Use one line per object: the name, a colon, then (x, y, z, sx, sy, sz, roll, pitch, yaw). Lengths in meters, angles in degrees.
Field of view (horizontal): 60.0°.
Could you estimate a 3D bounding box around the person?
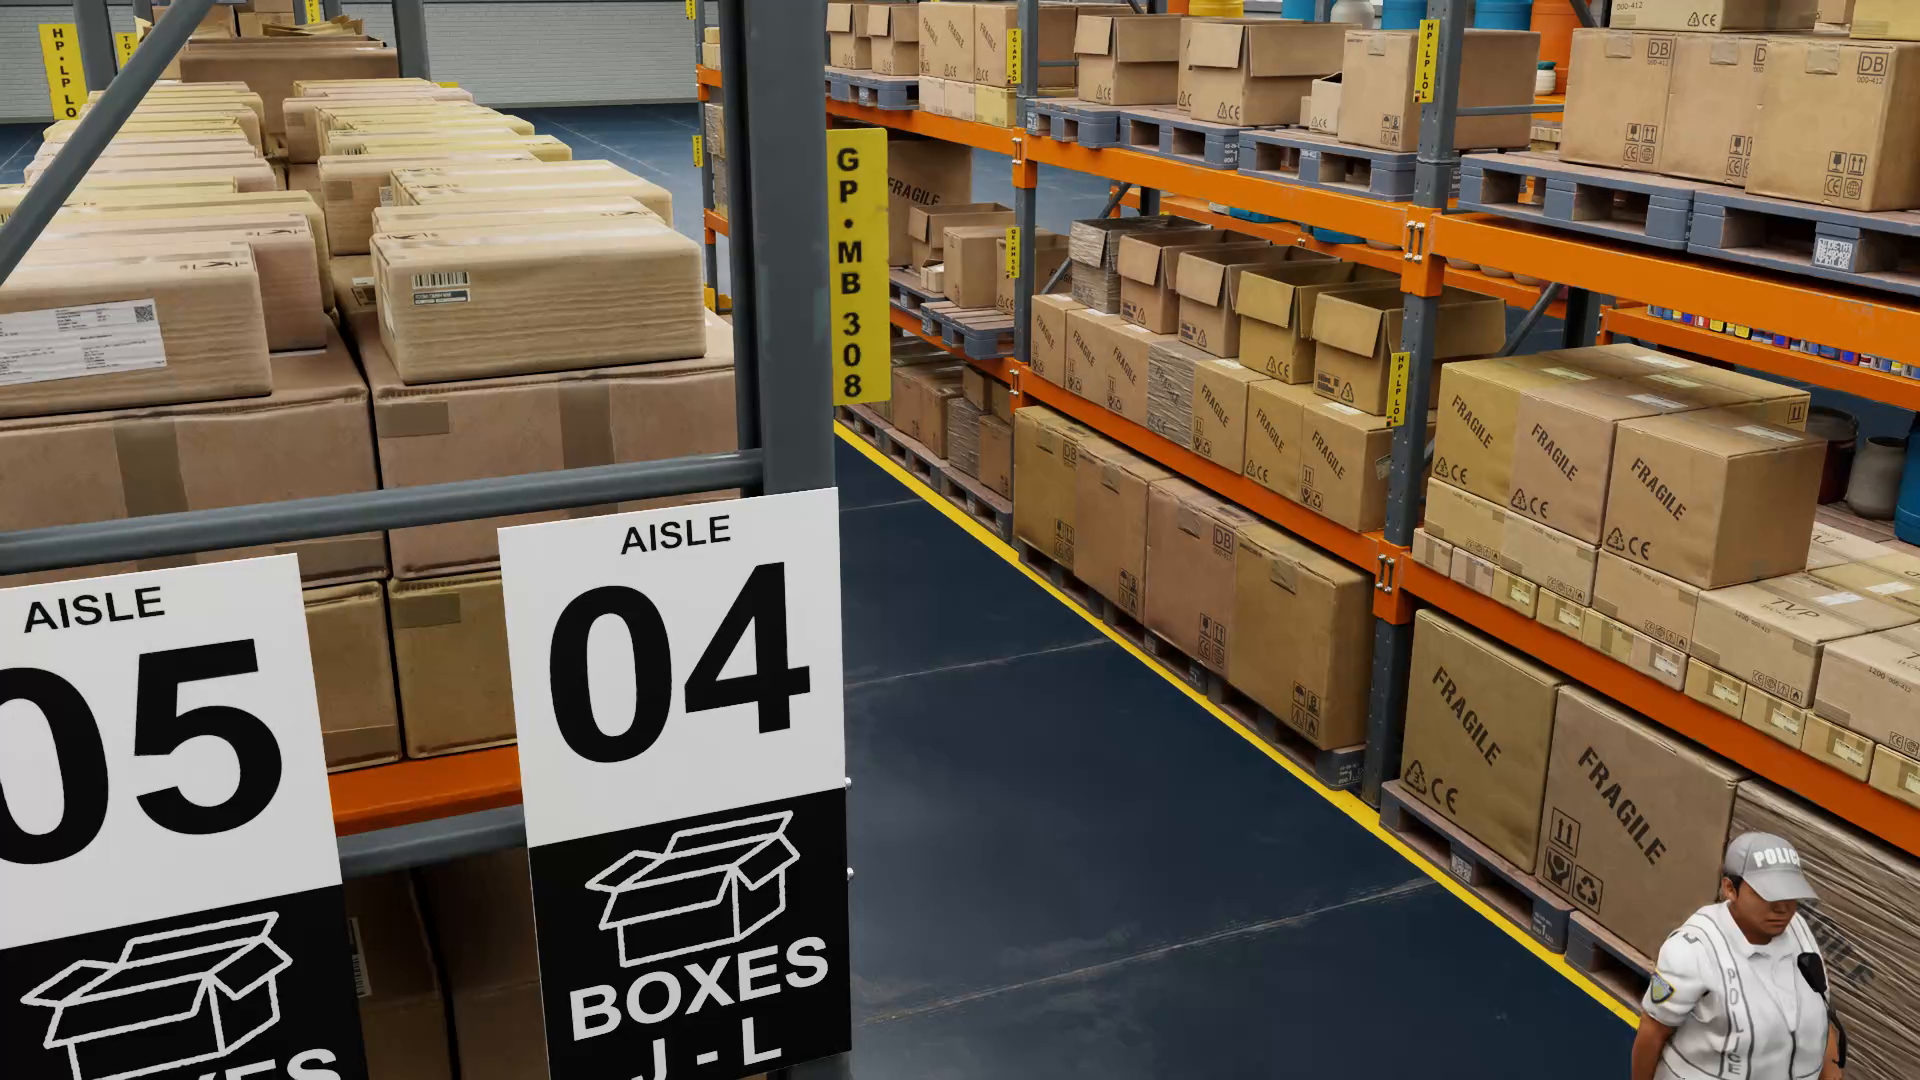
person: (2.142, 1.567, 4.461, 0.477, 1.619, 0.915, -8, 20, -22)
